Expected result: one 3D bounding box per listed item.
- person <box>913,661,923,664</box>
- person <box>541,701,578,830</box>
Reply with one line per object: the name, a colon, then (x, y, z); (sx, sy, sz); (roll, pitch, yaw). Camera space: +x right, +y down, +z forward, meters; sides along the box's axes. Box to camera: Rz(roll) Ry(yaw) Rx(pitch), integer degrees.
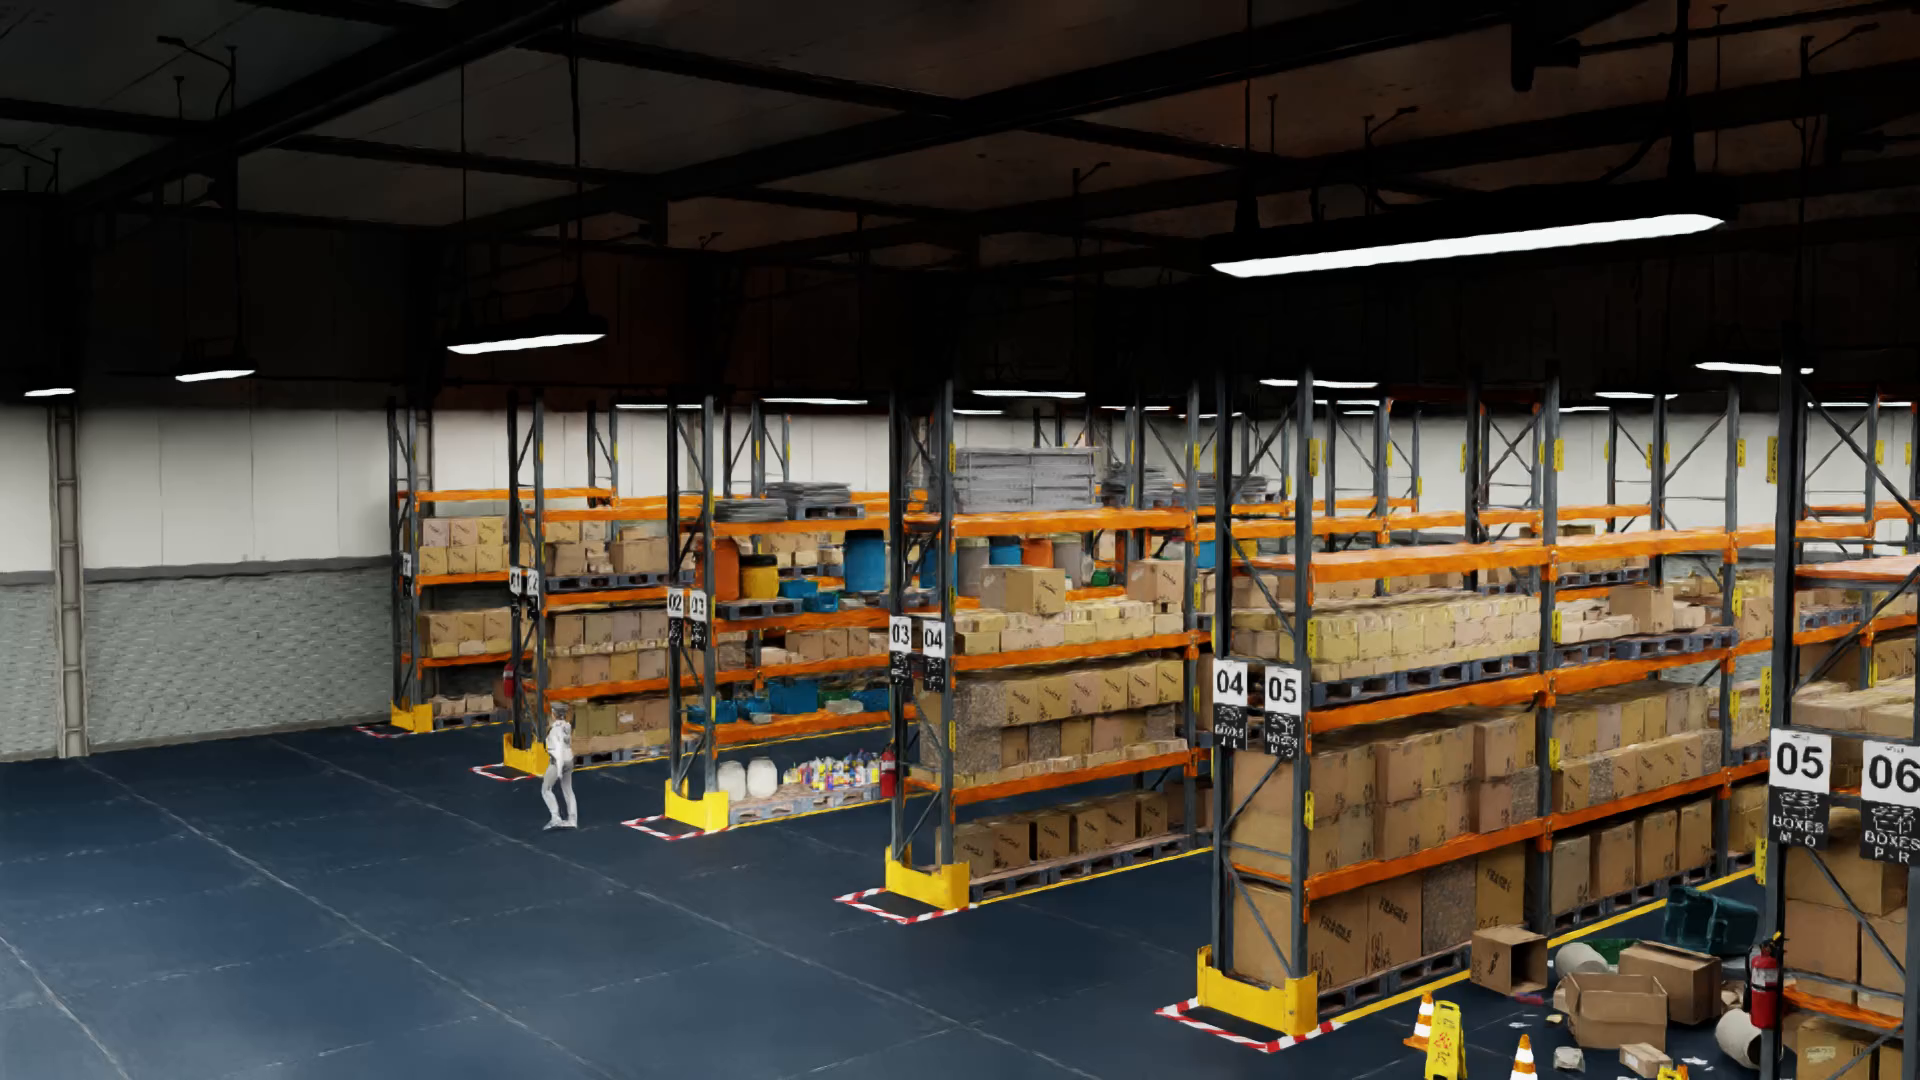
person: (-1.081, 2.216, 35.658); (1.196, 1.698, 0.601); (-3, 4, -42)
person: (-5.354, 3.015, 22.325); (0.466, 1.668, 0.593); (1, 3, 15)
